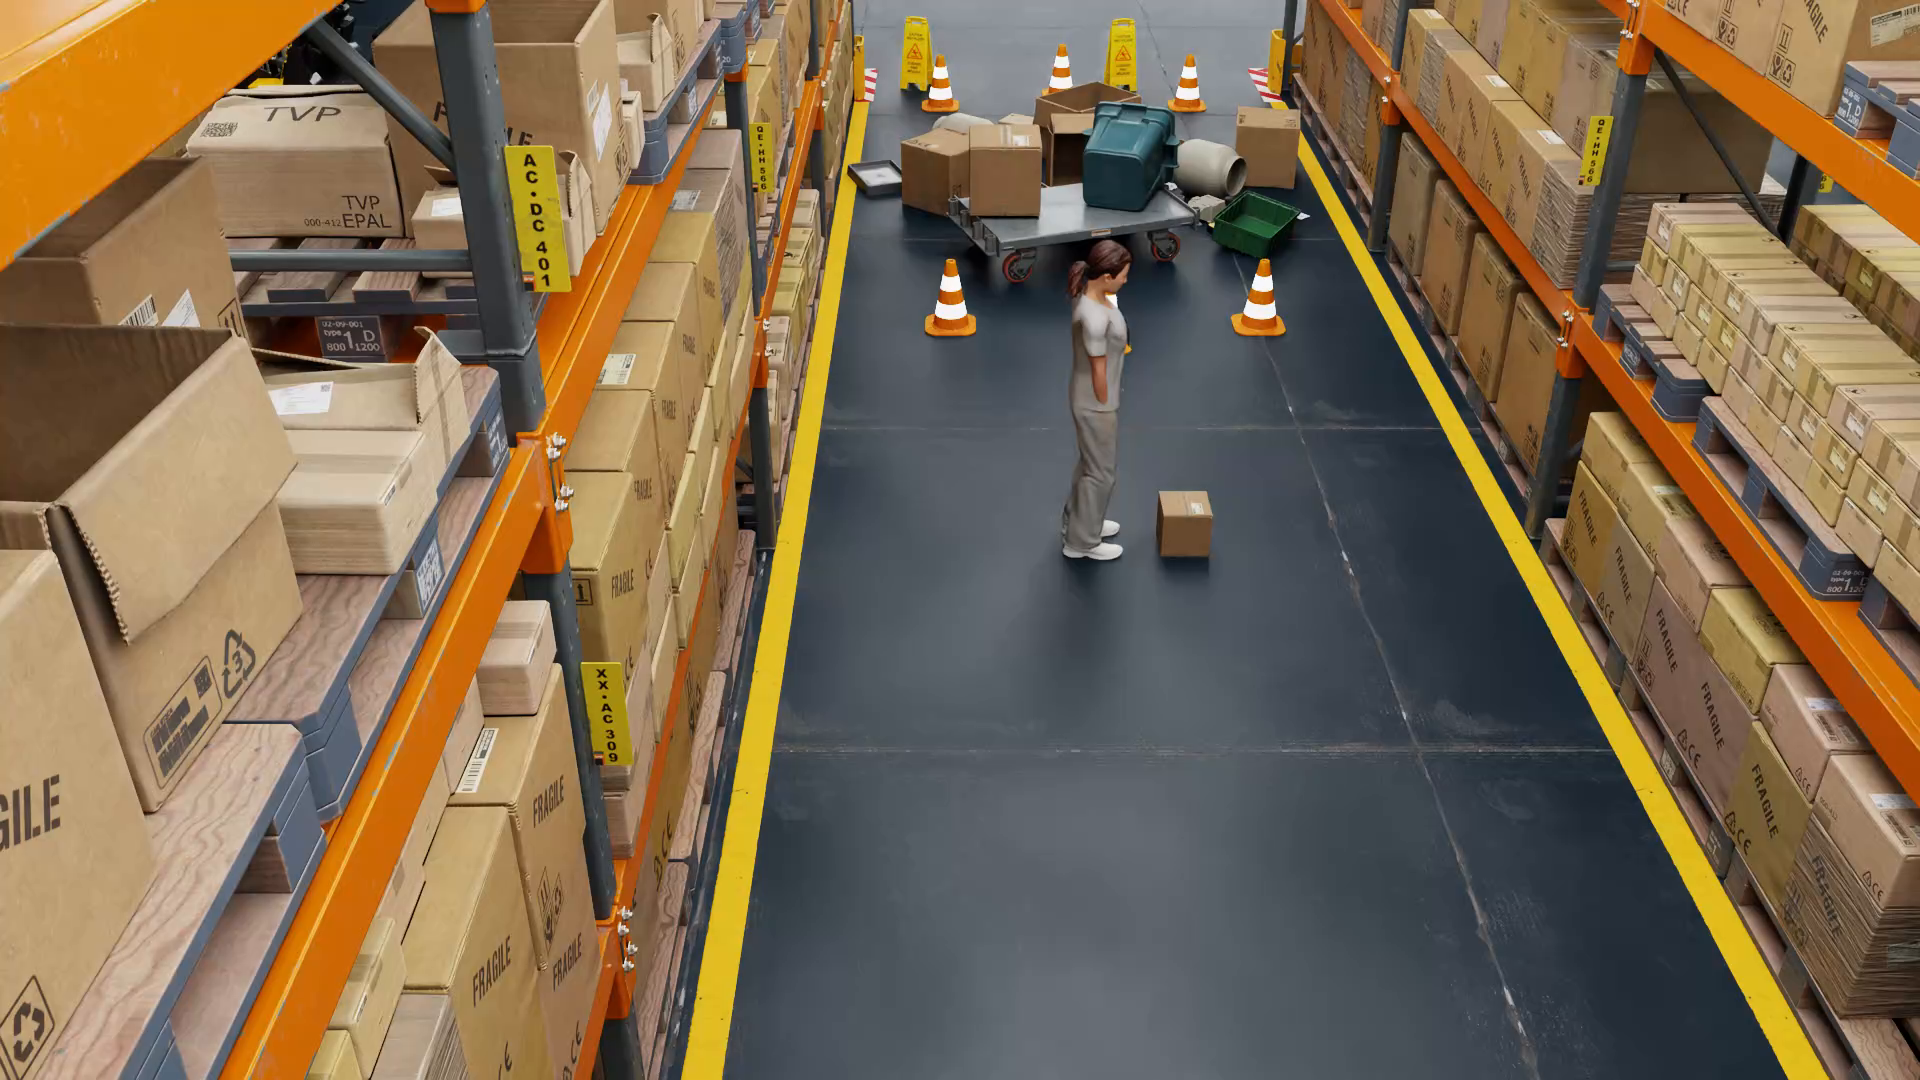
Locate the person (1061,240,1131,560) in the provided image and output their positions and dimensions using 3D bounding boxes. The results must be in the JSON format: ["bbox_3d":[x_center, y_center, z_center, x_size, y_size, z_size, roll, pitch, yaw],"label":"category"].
[{"bbox_3d":[0.665,-0.700,8.283,0.354,1.669,0.444,0,32,1],"label":"person"}]
